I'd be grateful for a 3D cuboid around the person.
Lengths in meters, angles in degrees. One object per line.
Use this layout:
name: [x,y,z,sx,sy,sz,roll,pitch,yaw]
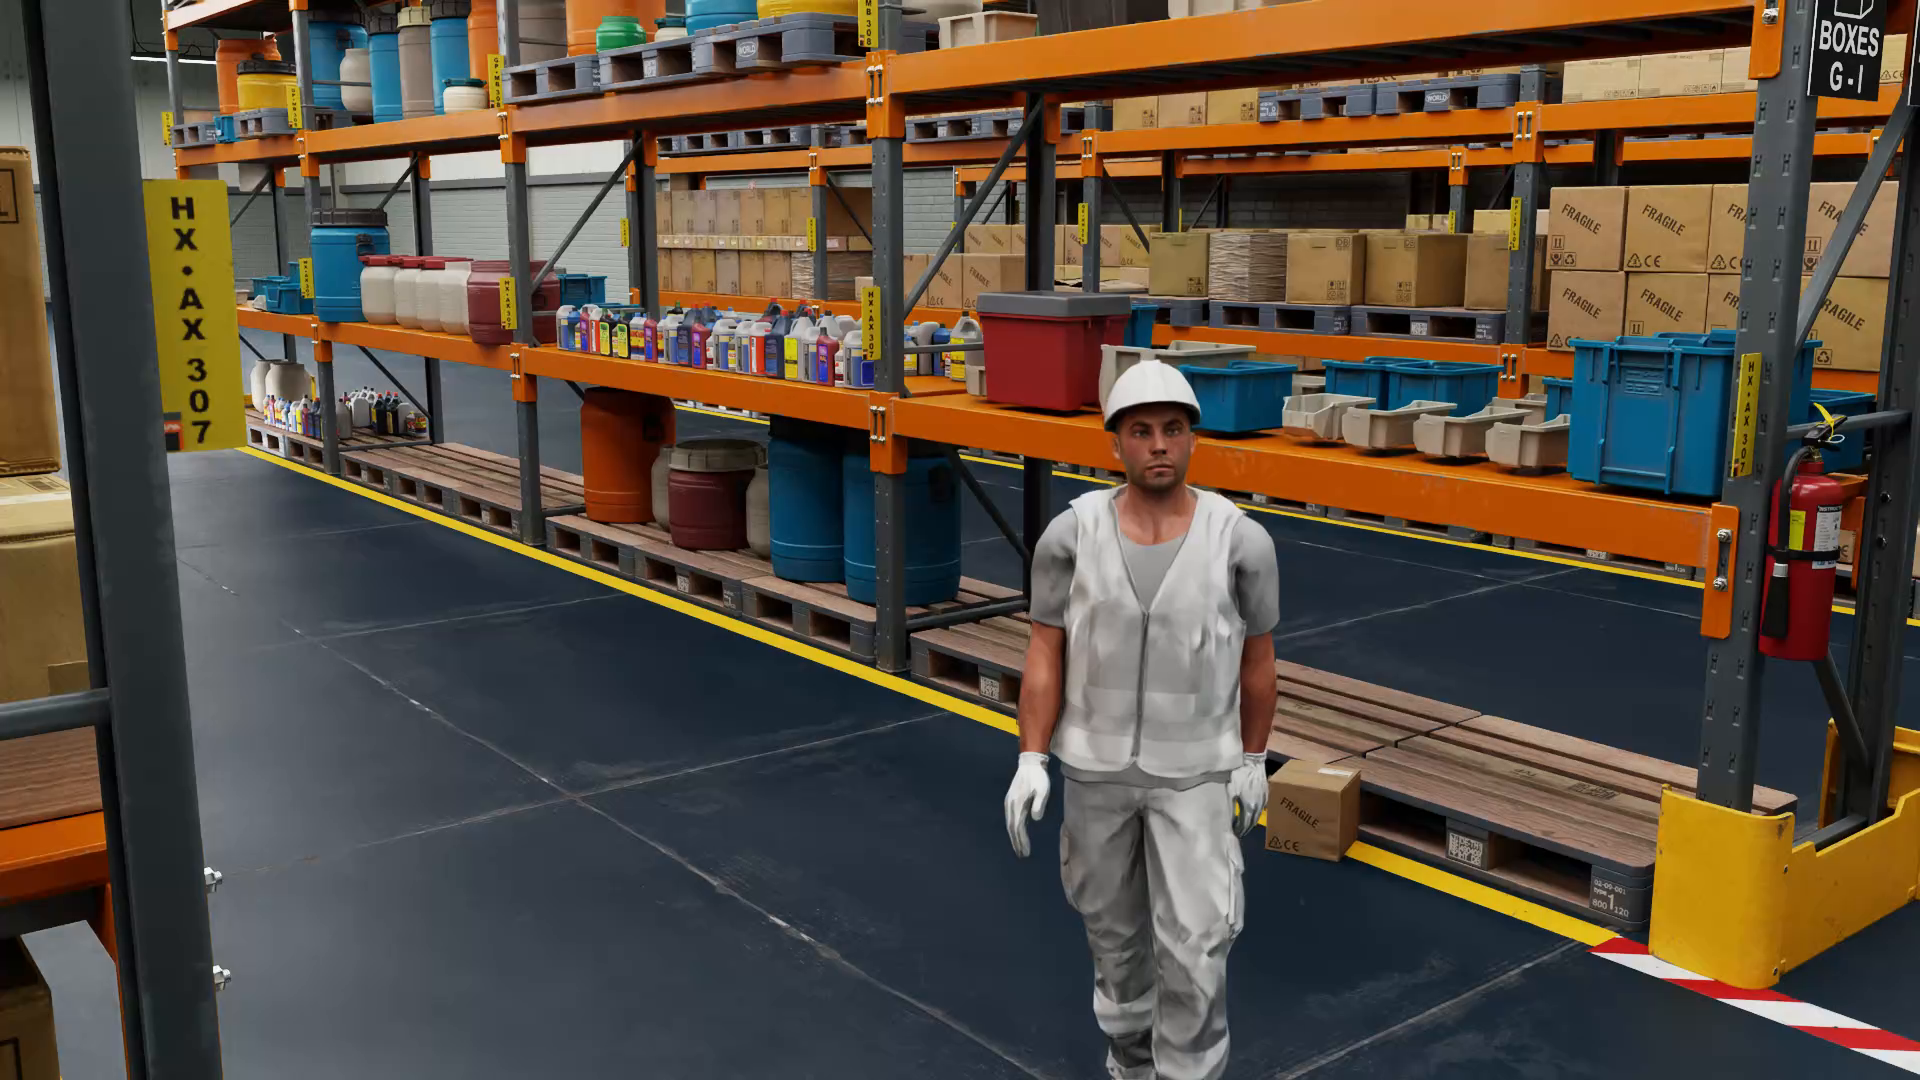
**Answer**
person: [0.385,0.544,3.547,0.538,1.841,0.528,3,11,15]
